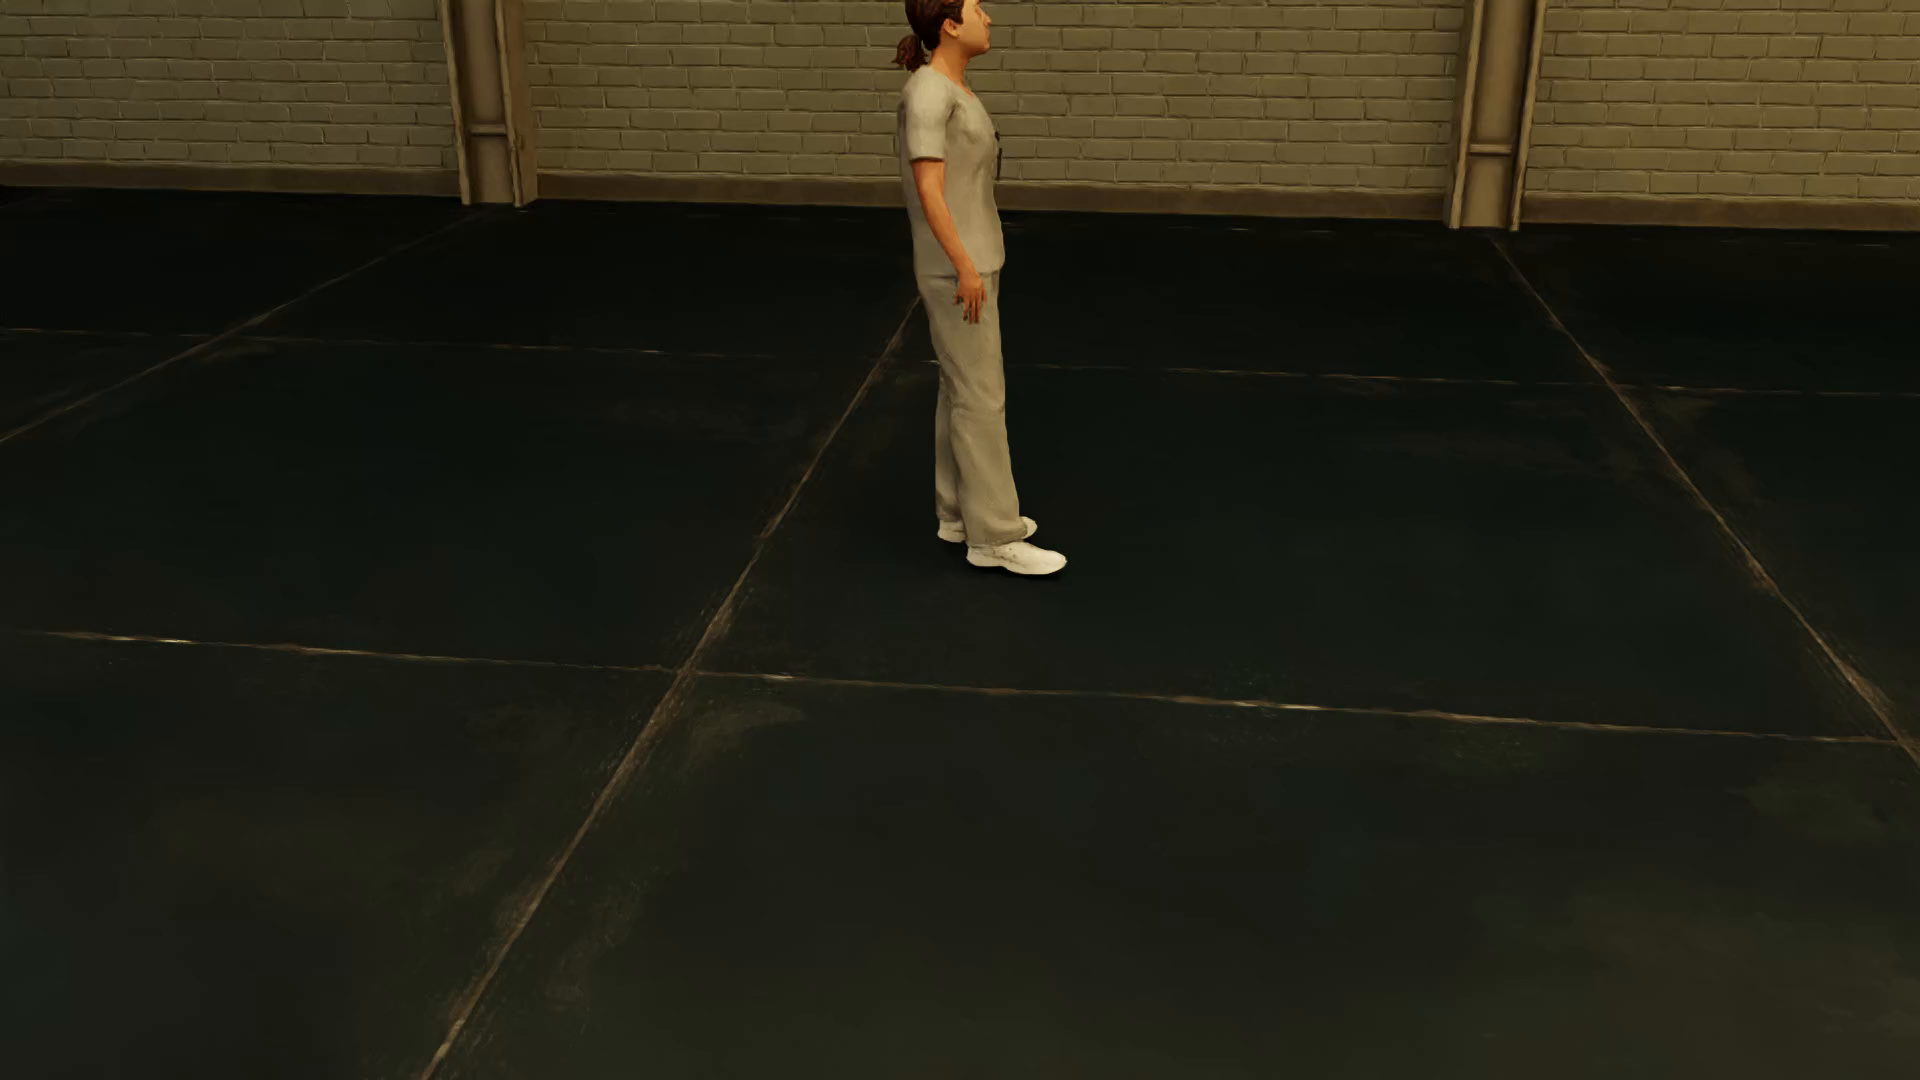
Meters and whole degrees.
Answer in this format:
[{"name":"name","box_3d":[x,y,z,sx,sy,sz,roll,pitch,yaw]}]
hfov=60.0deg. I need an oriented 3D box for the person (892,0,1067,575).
[{"name":"person","box_3d":[0.072,-0.749,4.852,0.548,1.616,0.550,3,22,7]}]
